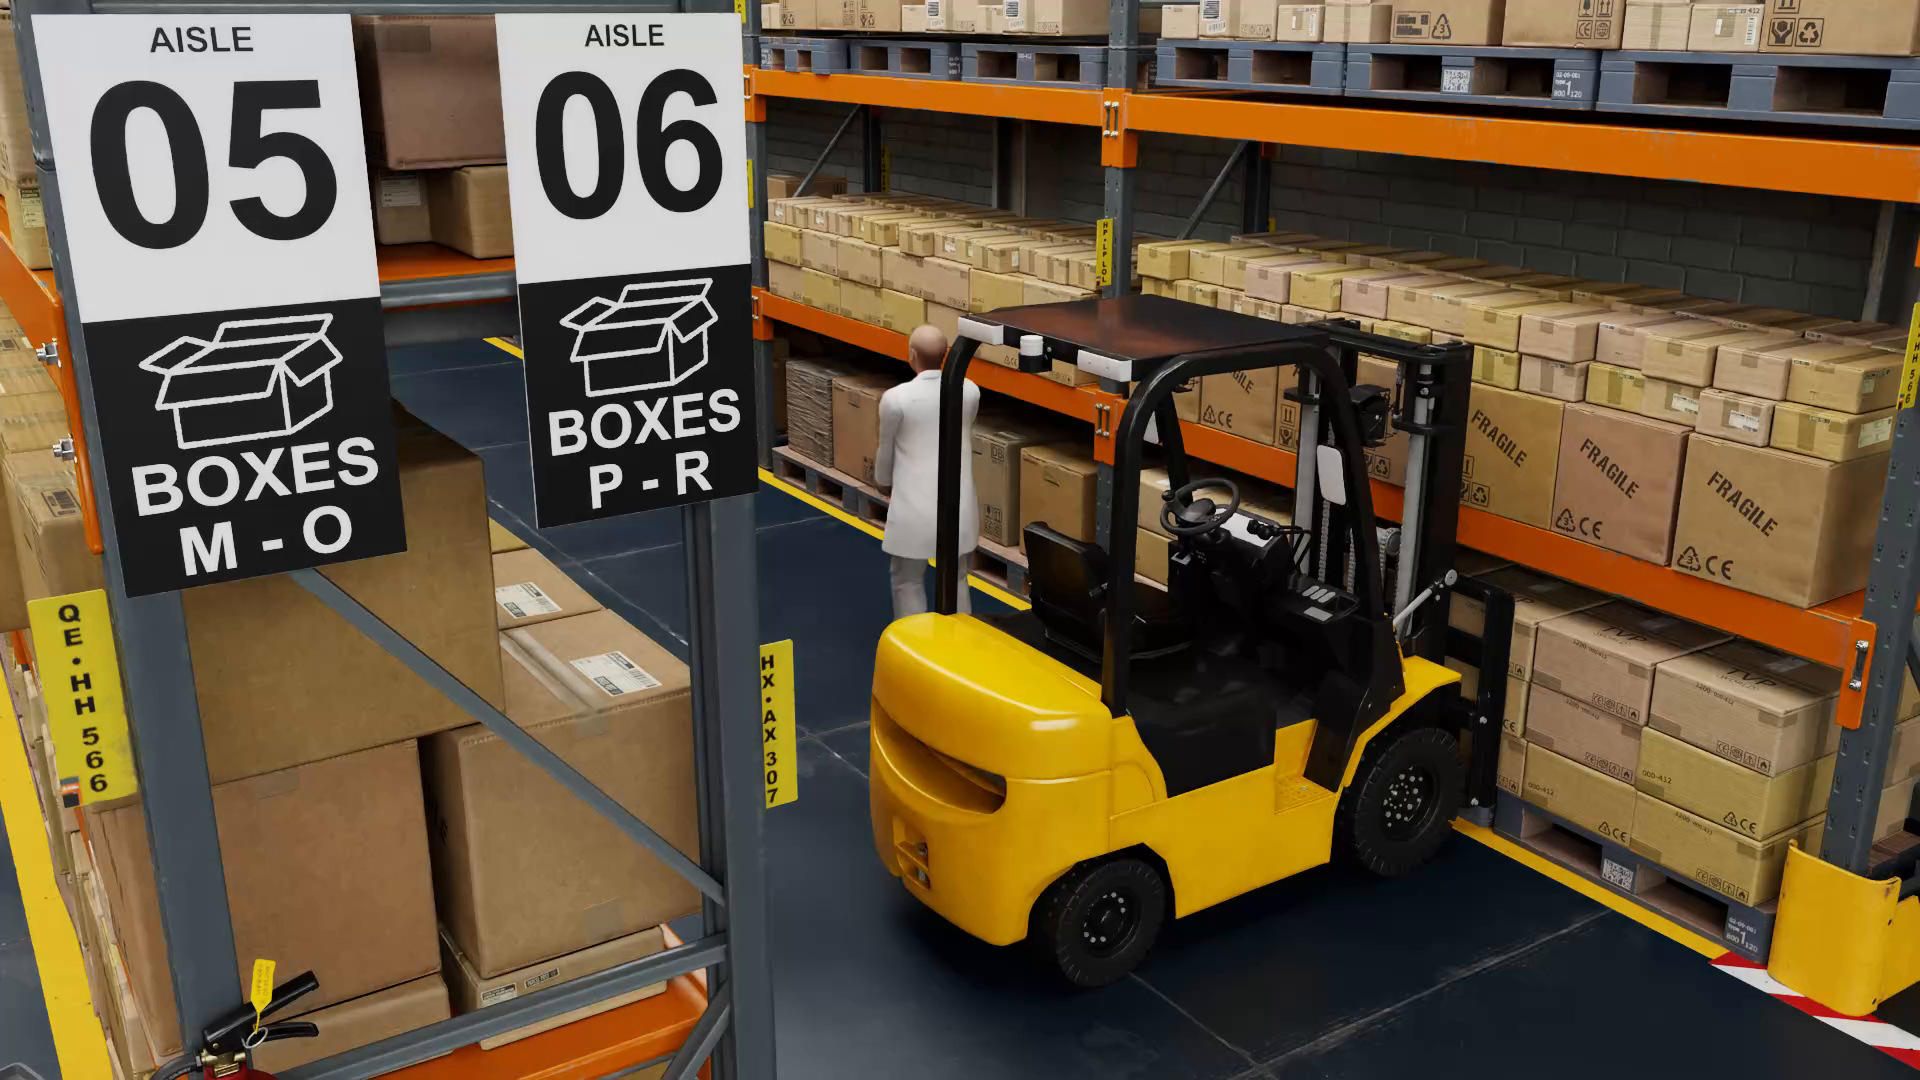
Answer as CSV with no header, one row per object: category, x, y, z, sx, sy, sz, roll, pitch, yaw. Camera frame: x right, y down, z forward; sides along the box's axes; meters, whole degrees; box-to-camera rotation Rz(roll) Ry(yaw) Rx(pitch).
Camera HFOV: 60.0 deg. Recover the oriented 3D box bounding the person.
person,-0.181,-0.197,8.199,0.526,1.780,0.550,-8,19,-23
